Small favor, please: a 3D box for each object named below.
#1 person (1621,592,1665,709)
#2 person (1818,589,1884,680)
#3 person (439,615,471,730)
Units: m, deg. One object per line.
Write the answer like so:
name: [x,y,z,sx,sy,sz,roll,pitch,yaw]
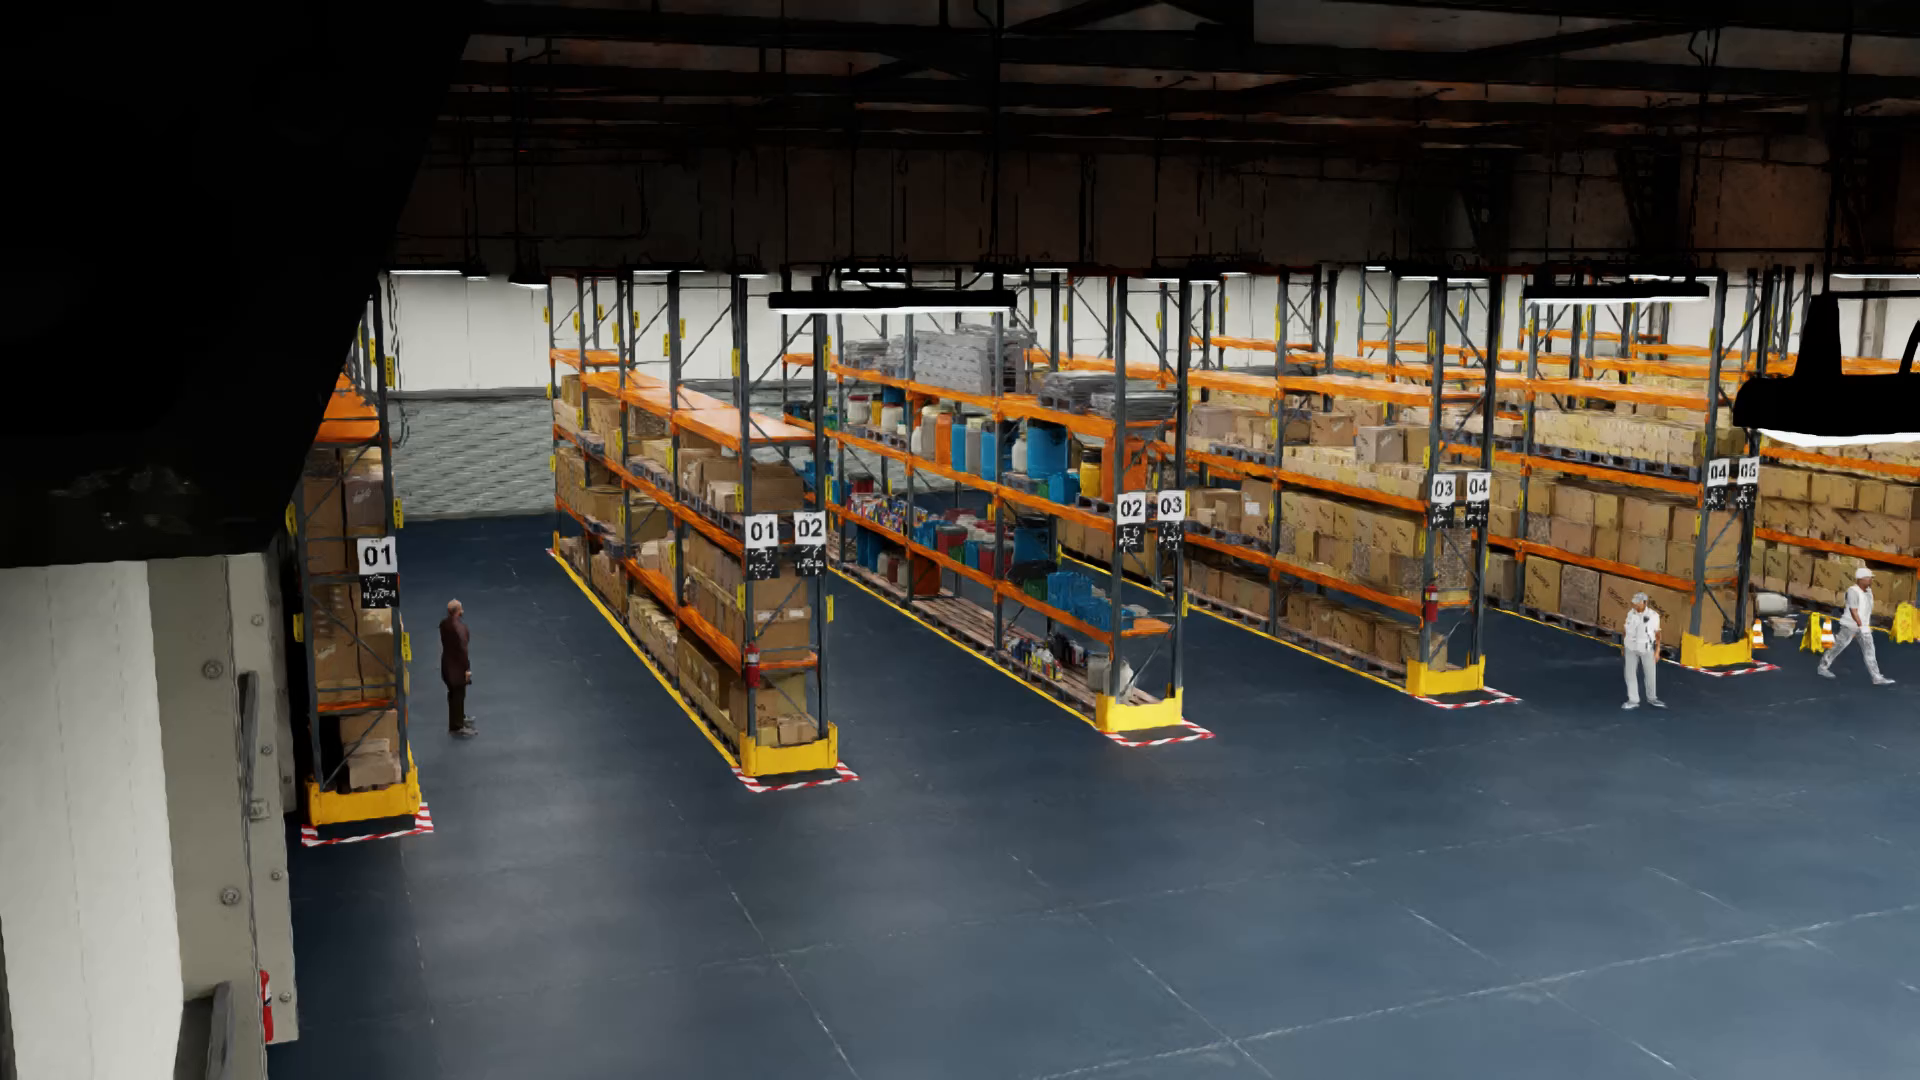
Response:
person: [9.545,1.527,23.186,0.572,1.652,0.551,9,13,41]
person: [13.166,1.354,24.536,0.550,1.398,0.855,-6,11,-29]
person: [-6.645,1.715,21.897,0.377,1.510,0.652,-9,13,-41]
